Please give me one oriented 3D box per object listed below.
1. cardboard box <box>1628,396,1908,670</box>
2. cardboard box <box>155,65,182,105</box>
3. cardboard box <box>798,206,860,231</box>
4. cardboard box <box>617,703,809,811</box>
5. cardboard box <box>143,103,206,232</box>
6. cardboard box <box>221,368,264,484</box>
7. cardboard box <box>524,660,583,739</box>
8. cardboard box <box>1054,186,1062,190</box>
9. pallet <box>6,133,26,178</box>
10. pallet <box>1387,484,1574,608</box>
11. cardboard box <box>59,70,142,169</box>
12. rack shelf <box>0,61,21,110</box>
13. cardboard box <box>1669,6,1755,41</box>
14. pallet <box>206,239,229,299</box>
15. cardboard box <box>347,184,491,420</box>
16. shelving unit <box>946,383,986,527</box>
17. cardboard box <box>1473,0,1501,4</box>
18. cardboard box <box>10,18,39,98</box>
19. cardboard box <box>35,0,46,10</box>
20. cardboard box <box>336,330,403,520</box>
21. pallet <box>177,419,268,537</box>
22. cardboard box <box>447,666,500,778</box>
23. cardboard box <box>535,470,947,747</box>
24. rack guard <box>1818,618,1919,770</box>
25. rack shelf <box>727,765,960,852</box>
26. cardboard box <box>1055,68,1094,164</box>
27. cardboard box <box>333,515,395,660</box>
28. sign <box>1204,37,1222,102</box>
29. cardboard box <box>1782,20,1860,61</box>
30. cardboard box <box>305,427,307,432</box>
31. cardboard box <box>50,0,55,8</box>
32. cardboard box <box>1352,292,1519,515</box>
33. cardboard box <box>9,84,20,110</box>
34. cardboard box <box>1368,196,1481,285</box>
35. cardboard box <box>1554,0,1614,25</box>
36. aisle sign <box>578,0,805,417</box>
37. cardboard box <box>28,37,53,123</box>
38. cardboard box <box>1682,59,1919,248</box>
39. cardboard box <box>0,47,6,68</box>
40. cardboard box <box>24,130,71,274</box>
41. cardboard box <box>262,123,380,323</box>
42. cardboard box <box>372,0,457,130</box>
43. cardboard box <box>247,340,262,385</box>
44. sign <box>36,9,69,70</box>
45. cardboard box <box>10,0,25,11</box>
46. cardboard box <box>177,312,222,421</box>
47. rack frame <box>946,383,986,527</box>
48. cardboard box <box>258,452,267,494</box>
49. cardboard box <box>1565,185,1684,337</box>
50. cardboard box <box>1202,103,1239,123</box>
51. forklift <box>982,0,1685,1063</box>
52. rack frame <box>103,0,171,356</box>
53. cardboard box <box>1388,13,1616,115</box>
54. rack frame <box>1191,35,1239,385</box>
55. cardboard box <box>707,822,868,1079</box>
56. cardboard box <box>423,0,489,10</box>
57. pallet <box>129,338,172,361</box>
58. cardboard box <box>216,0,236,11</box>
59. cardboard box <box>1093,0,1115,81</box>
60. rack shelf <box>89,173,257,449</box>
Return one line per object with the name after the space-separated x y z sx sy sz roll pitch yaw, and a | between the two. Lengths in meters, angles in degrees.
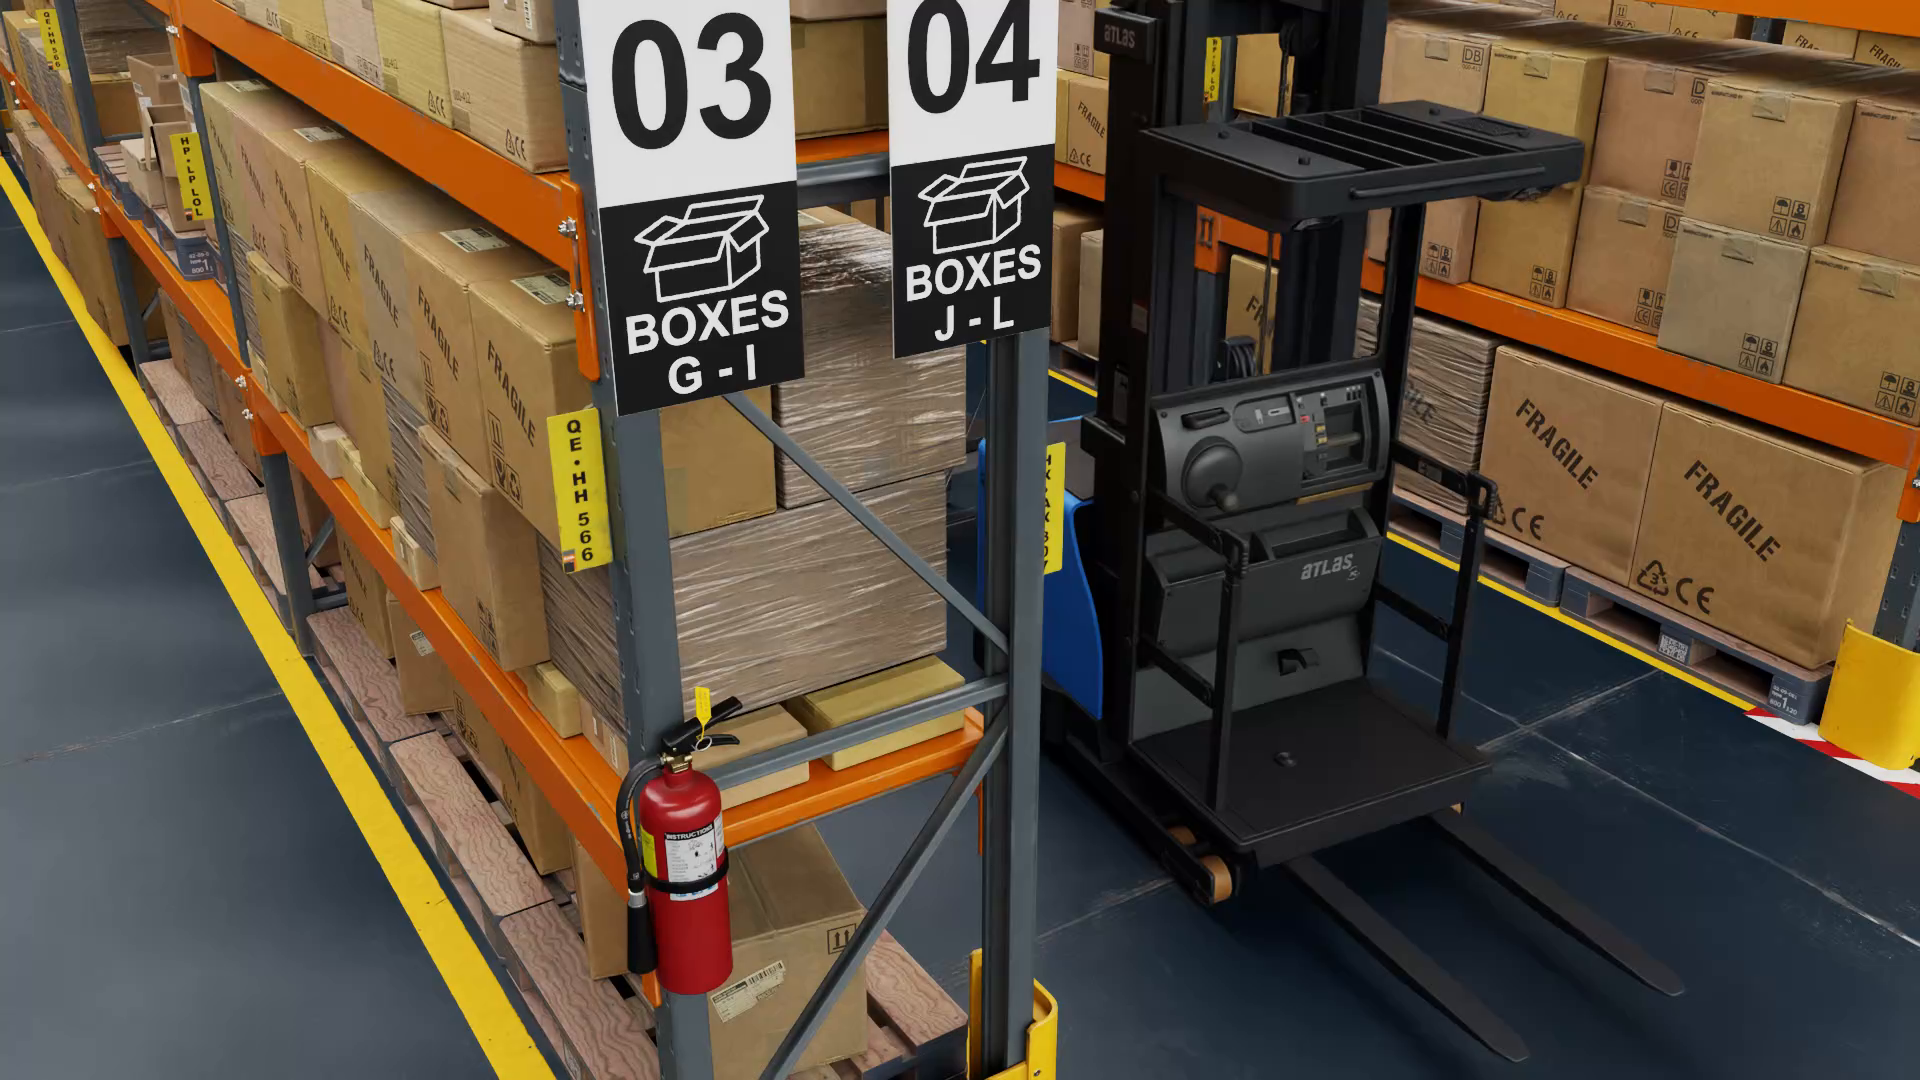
3.530 -0.124 6.997 0.875 0.875 0.875 -15 29 -29 | cardboard box
-3.906 -2.285 8.967 0.700 0.500 0.500 -11 27 -22 | cardboard box
-0.595 -0.621 4.415 0.500 0.500 0.500 -16 29 -30 | cardboard box
-0.584 0.511 3.947 0.380 0.149 0.250 -16 29 -30 | cardboard box
-3.463 -1.814 7.966 0.797 0.503 0.637 -12 28 -24 | cardboard box
-3.307 -0.647 8.520 0.730 0.500 0.544 -16 30 -31 | cardboard box
-0.900 0.344 4.301 0.380 0.149 0.250 -16 29 -30 | cardboard box
0.325 -2.151 11.437 1.050 0.750 0.750 -15 29 -29 | cardboard box
-10.994 -1.999 10.716 11.163 1.510 7.627 -16 29 -30 | pallet
2.791 -0.111 8.237 1.003 0.211 1.213 -16 29 -30 | pallet
-5.100 -2.574 10.071 0.500 0.500 0.500 -15 29 -28 | cardboard box
-7.898 -4.230 14.540 1.077 0.370 4.000 -16 29 -30 | rack shelf
5.419 -3.770 11.765 0.500 0.500 0.500 -16 30 -31 | cardboard box
-2.735 -1.200 7.502 1.003 0.211 1.213 -16 29 -30 | pallet
-1.312 -0.676 4.532 0.500 0.500 0.500 -16 29 -30 | cardboard box
4.739 -3.818 10.194 12.070 5.092 0.667 -16 29 -30 | shelving unit
4.318 -4.501 13.313 0.500 0.500 0.500 -15 29 -29 | cardboard box
-6.490 -3.483 11.998 0.500 0.500 0.500 -15 29 -29 | cardboard box
-6.086 -3.865 11.630 0.797 0.503 0.637 -15 29 -29 | cardboard box
-1.505 -0.450 5.397 0.875 0.649 0.860 -16 29 -30 | cardboard box
-3.536 -0.433 8.920 1.003 0.211 1.213 -16 29 -30 | pallet
-1.531 0.521 6.070 0.500 0.500 0.500 -19 31 -34 | cardboard box
-0.533 0.069 4.125 0.875 0.500 0.500 -16 29 -30 | cardboard box
3.968 0.471 6.667 1.175 0.500 0.348 -16 29 -30 | rack guard
-1.347 -0.003 5.418 0.831 0.071 3.687 -16 29 -30 | rack shelf
0.711 -2.630 10.190 0.500 0.500 0.500 -15 29 -29 | cardboard box
-2.254 0.114 6.931 0.500 0.500 0.500 -17 30 -31 | cardboard box
1.322 -2.457 8.677 0.100 0.325 0.005 -16 29 -30 | sign
5.871 -3.246 11.147 0.500 0.500 0.500 -16 29 -30 | cardboard box
-2.144 -0.456 5.996 0.380 0.149 0.250 -16 29 -30 | cardboard box
-5.362 -3.408 10.662 0.797 0.503 0.637 -15 29 -28 | cardboard box
2.552 -0.765 8.354 0.875 0.875 0.875 -15 29 -29 | cardboard box
-8.077 -3.964 15.131 0.875 0.875 0.875 -16 29 -30 | cardboard box
2.498 -1.625 8.004 0.875 0.550 0.550 -16 29 -30 | cardboard box
4.871 -4.133 12.534 0.500 0.500 0.500 -14 29 -28 | cardboard box
-0.473 -0.632 3.029 0.394 0.787 0.004 -16 29 -30 | aisle sign
-5.930 -3.121 11.229 0.500 0.500 0.500 -15 29 -29 | cardboard box
3.408 -1.541 6.560 0.875 0.550 0.550 -16 29 -30 | cardboard box
-7.388 -3.852 13.190 0.380 0.149 0.250 -15 29 -29 | cardboard box
-7.353 -3.655 13.757 1.225 1.489 5.750 -17 30 -31 | cardboard box
-1.860 -1.033 5.288 0.500 0.500 0.500 -16 29 -30 | cardboard box
-1.007 -1.128 3.788 0.500 0.250 0.500 -15 29 -29 | cardboard box
-2.574 -0.718 6.552 0.380 0.149 0.250 -16 29 -30 | cardboard box
-5.086 -2.803 9.317 0.100 0.325 0.005 -16 29 -30 | sign
-7.281 -4.348 12.896 0.500 0.500 0.500 -15 29 -28 | cardboard box
-3.927 -1.048 9.369 0.700 0.500 0.500 -18 31 -34 | cardboard box
0.044 -0.922 7.743 0.380 1.831 0.006 -16 29 -30 | rack frame
-3.001 -0.447 8.096 0.700 0.500 0.500 -16 29 -30 | cardboard box
3.196 -1.279 7.270 0.875 0.550 0.550 -16 29 -30 | cardboard box
1.263 -2.268 9.424 0.500 0.500 0.500 -16 29 -30 | cardboard box
1.164 -0.306 5.466 1.121 2.935 3.031 -12 28 -24 | forklift
-4.620 -2.411 9.842 0.949 2.616 0.053 -16 29 -30 | rack frame
2.522 -2.120 7.787 0.875 0.550 0.550 -16 29 -30 | cardboard box
1.772 -2.099 9.182 1.000 3.000 0.127 -16 29 -30 | rack frame
-0.582 1.165 4.705 0.500 0.500 0.500 -10 27 -20 | cardboard box
-0.954 -1.237 3.551 0.380 0.149 0.250 -17 30 -32 | cardboard box
-4.990 -1.448 11.071 1.003 0.211 1.213 -16 29 -30 | pallet
-2.115 -1.859 5.336 0.500 0.250 0.500 -16 30 -30 | cardboard box
1.213 -2.956 9.709 0.700 0.500 0.500 -16 30 -30 | cardboard box
-3.531 -1.369 8.479 1.077 0.370 4.000 -16 29 -30 | rack shelf
